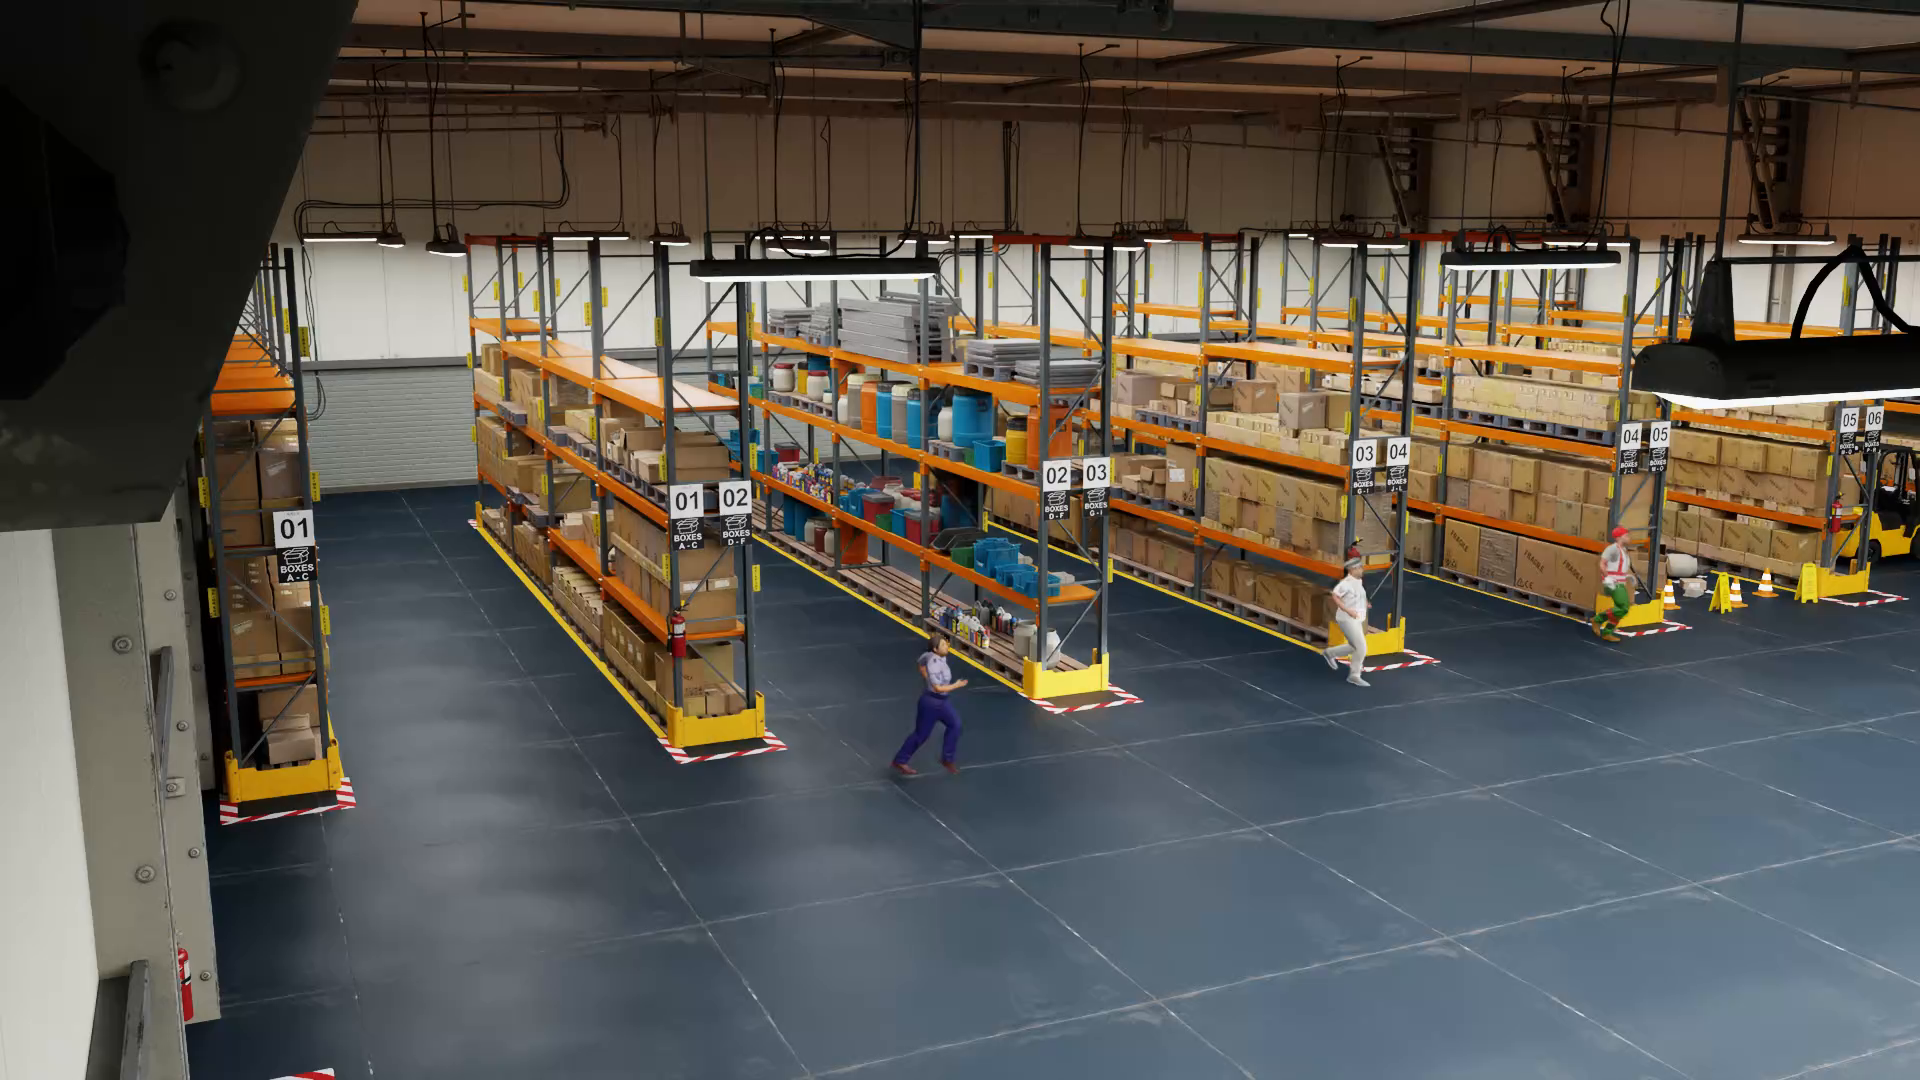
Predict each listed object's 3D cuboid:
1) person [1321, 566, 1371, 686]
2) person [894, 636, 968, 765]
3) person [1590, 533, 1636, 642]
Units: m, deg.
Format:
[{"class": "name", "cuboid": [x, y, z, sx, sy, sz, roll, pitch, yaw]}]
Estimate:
[{"class": "person", "cuboid": [5.412, 1.121, 23.099, 0.794, 1.686, 0.694, 6, 13, 29]}, {"class": "person", "cuboid": [-0.322, 1.822, 19.011, 0.845, 1.515, 0.609, 1, 11, 7]}, {"class": "person", "cuboid": [9.949, 0.678, 25.224, 0.547, 1.672, 0.698, 8, 13, 35]}]
